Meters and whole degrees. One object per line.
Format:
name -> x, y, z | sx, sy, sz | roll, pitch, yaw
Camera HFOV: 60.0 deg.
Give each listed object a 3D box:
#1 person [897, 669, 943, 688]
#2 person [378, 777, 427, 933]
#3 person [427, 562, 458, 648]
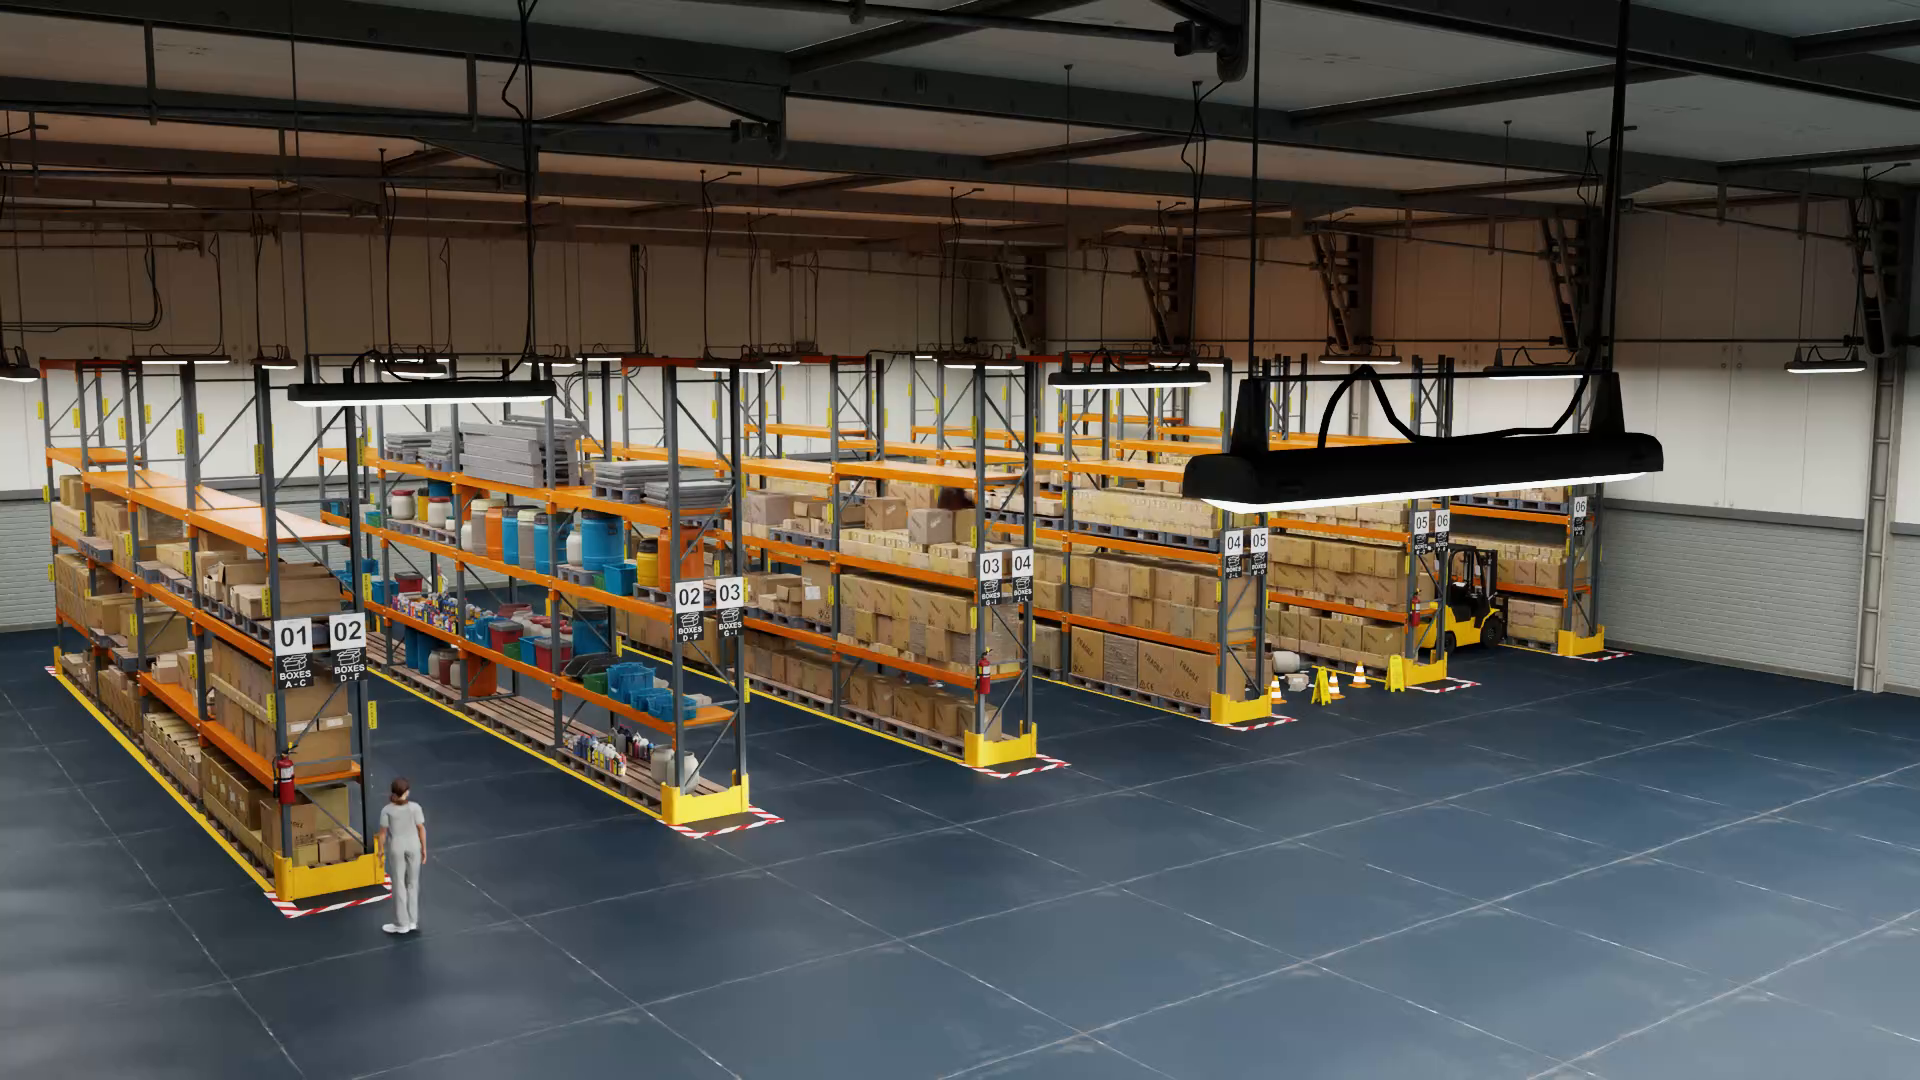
person -> -0.749, 1.895, 30.275 | 1.001, 1.615, 0.527 | 6, 9, 41
person -> -5.979, 3.376, 17.839 | 0.497, 1.697, 0.378 | -3, 7, -21
person -> -10.663, 1.387, 34.284 | 0.651, 1.694, 0.604 | 0, 7, -1
